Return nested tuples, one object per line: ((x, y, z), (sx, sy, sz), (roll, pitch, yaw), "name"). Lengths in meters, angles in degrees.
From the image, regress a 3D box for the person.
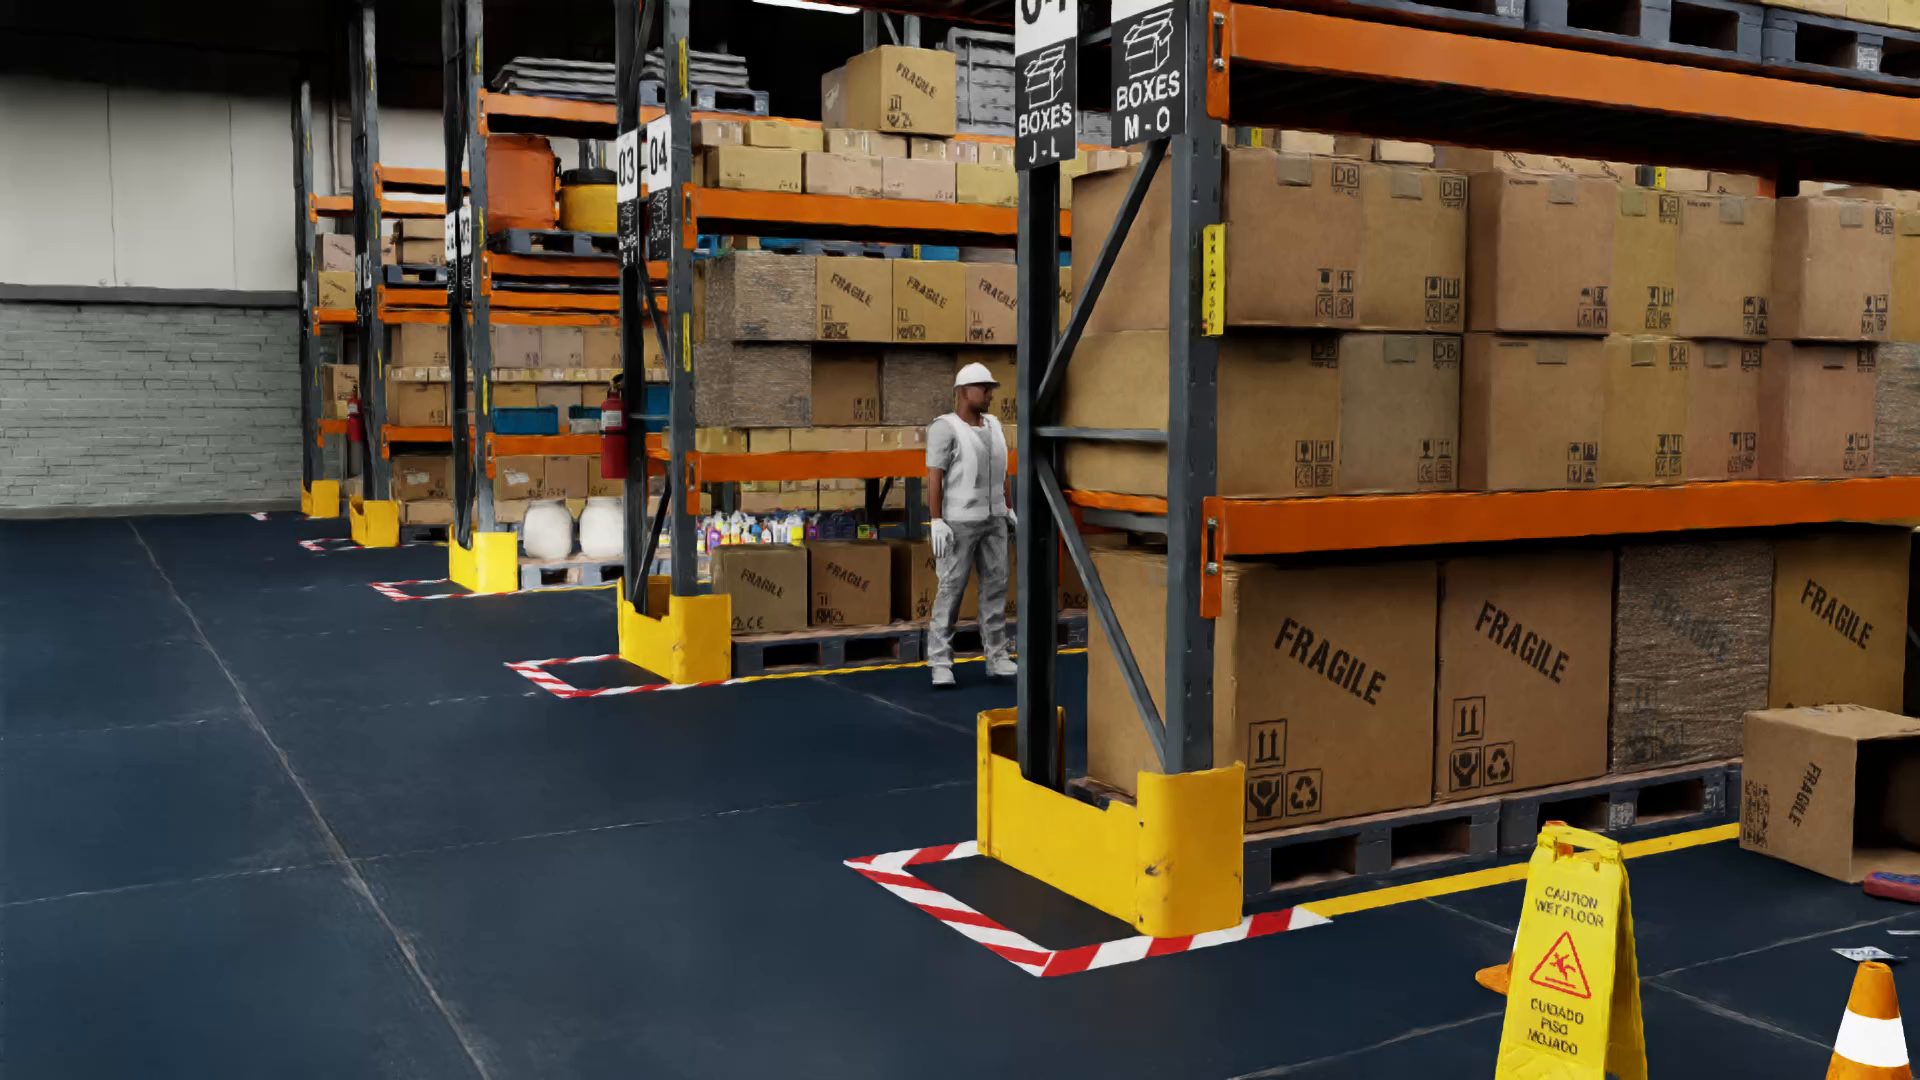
((0.104, -0.098, 9.353), (0.620, 1.787, 0.478), (-4, 7, -42), "person")
